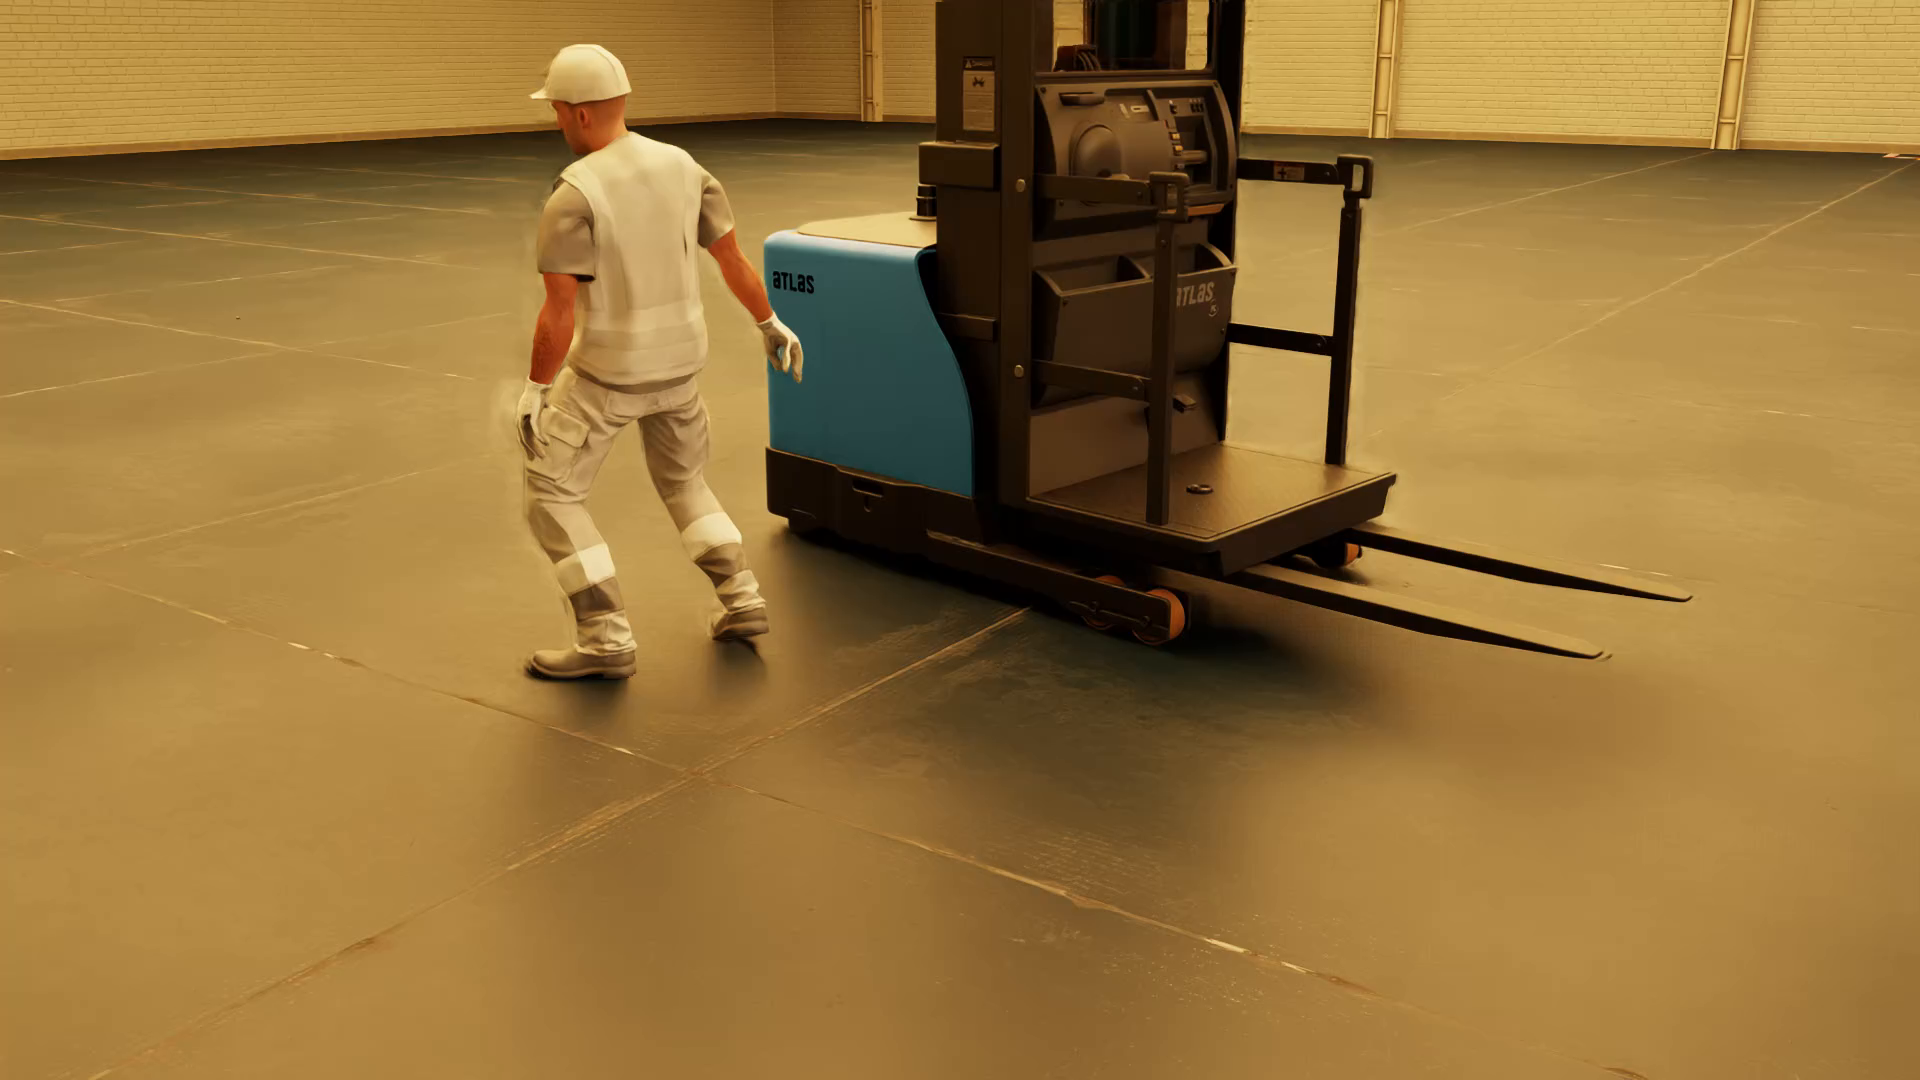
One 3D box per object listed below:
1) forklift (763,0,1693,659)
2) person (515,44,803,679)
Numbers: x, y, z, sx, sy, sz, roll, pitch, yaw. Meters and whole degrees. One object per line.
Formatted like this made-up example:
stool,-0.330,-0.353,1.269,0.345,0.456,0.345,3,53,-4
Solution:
forklift,0.718,-1.261,5.051,3.031,2.935,1.130,15,22,41
person,-0.834,-0.500,4.652,0.894,1.702,0.493,-15,22,-41
